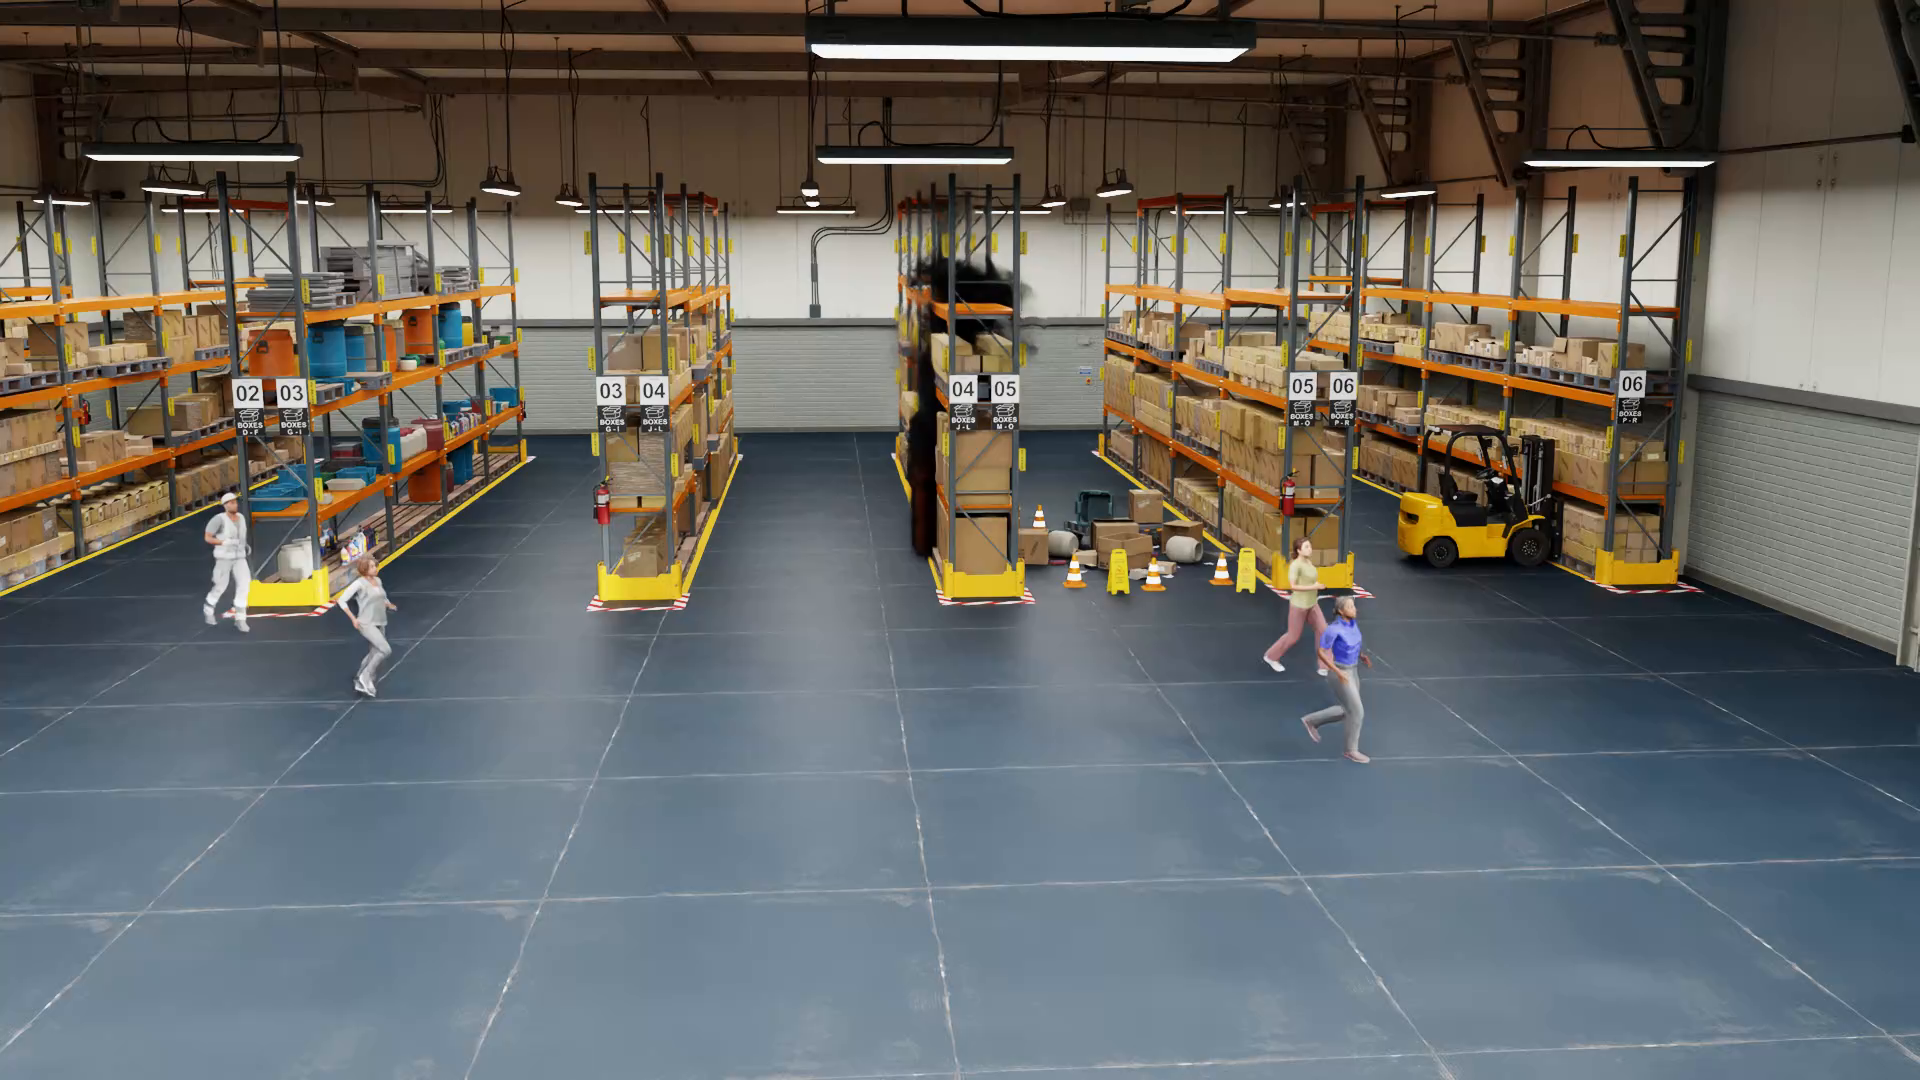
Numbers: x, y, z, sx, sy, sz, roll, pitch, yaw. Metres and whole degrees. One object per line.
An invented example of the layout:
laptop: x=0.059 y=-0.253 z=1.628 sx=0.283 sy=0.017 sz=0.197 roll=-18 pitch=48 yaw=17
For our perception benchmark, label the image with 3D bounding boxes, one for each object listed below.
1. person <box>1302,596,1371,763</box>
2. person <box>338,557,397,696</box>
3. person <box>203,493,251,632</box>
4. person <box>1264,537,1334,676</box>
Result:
person: x=3.740 y=1.350 z=16.437 sx=0.726 sy=1.649 sz=0.576 roll=7 pitch=12 yaw=34
person: x=-6.568 y=0.976 z=18.600 sx=0.635 sy=1.541 sz=0.509 roll=3 pitch=10 yaw=16
person: x=-9.623 y=0.269 z=21.943 sx=0.905 sy=1.790 sz=0.683 roll=7 pitch=12 yaw=33
person: x=4.024 y=0.788 z=19.401 sx=0.965 sy=1.668 sz=0.578 roll=9 pitch=13 yaw=41
